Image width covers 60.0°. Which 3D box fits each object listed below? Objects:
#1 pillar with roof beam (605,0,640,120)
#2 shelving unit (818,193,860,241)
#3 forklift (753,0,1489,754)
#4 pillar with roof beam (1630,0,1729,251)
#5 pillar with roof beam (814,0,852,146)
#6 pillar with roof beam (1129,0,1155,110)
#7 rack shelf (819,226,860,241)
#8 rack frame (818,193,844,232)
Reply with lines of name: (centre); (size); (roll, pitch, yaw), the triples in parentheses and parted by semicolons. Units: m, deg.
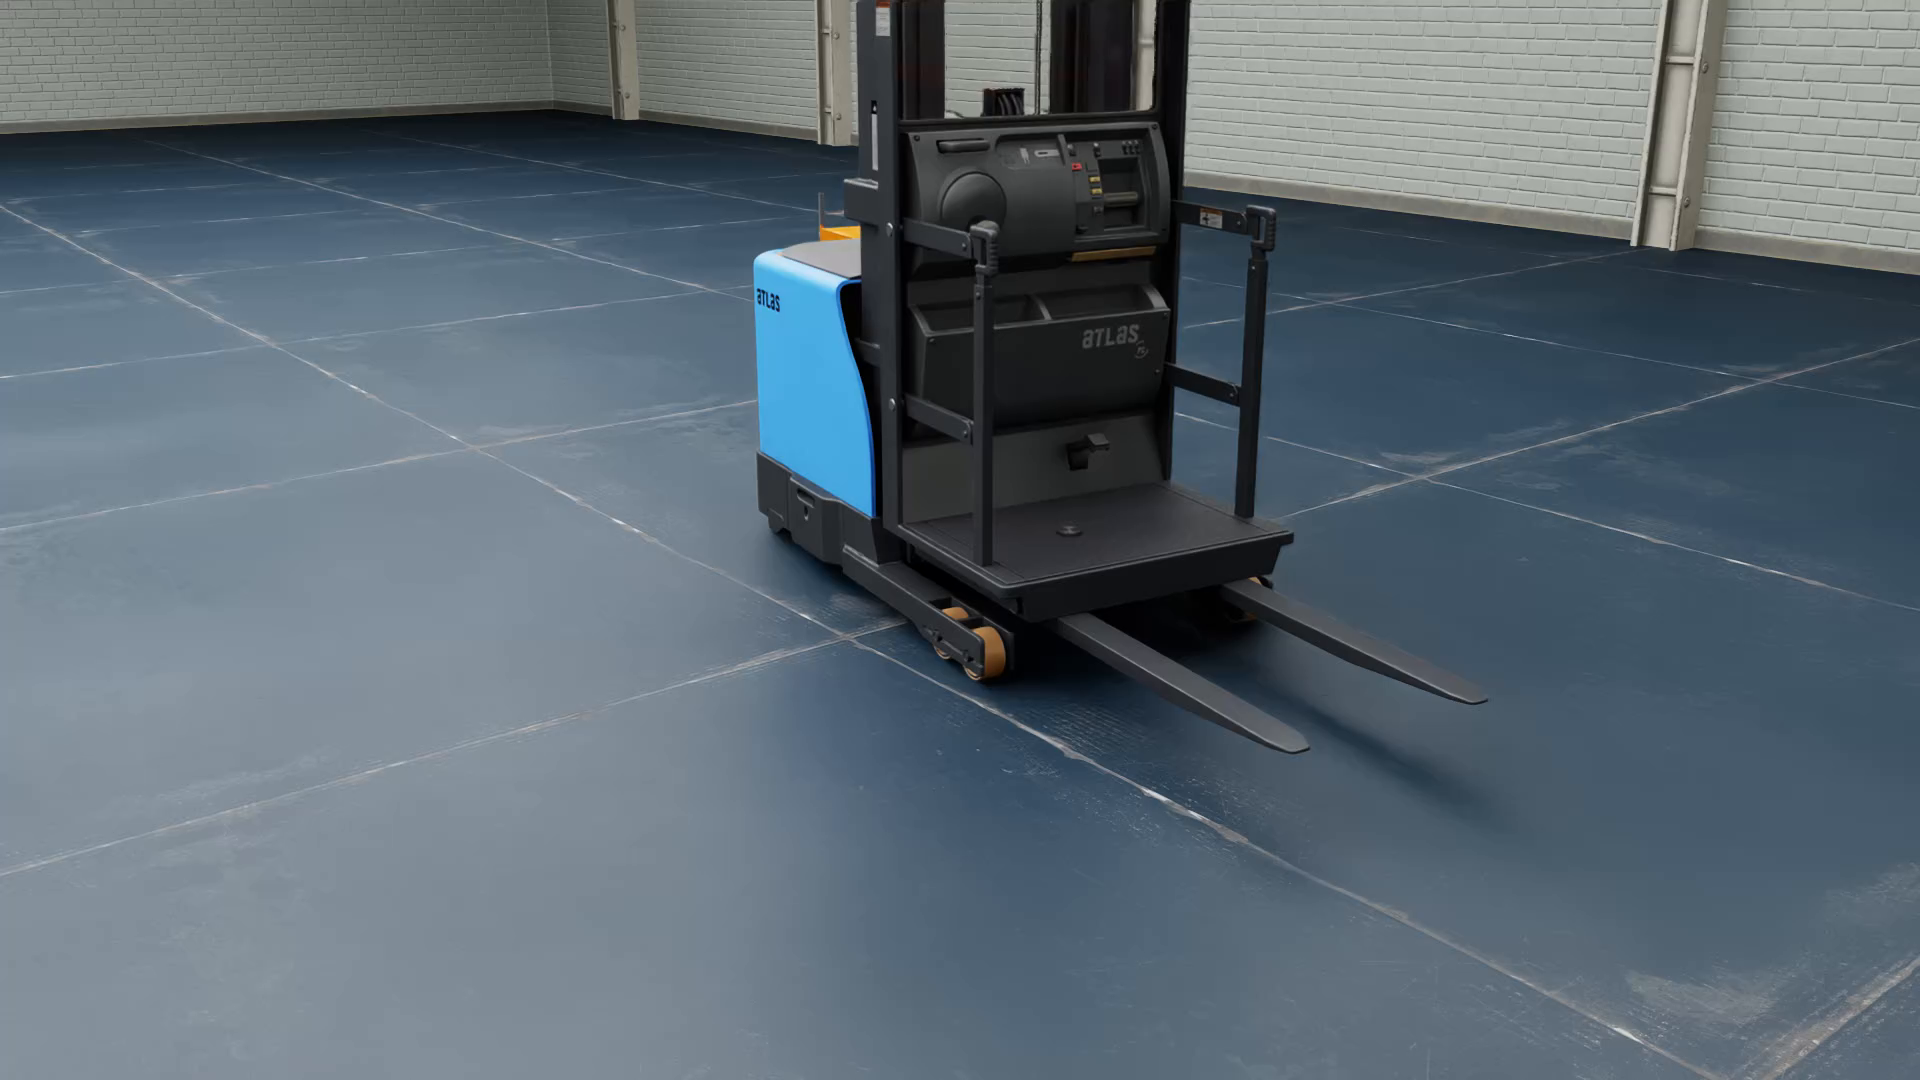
pillar with roof beam: (-8.792, -10.275, 23.079); (9.100, 9.000, 0.400); (-14, 23, -36)
shelving unit: (-0.359, -0.816, 6.918); (0.258, 1.200, 0.503); (-10, 21, -28)
forklift: (0.370, -1.125, 5.097); (1.130, 2.935, 3.031); (-10, 21, -28)
pillar with roof beam: (2.384, -5.840, 9.684); (9.100, 9.000, 0.400); (-14, 23, -36)
pillar with roof beam: (-5.067, -8.797, 18.614); (9.100, 9.000, 0.400); (-14, 23, -36)
pillar with roof beam: (-1.341, -7.319, 14.149); (9.100, 9.000, 0.400); (-14, 23, -36)
rack shelf: (-0.359, -1.189, 6.794); (0.258, 0.148, 0.480); (-10, 21, -28)
rack frame: (-0.478, -0.883, 7.120); (0.240, 1.200, 0.015); (-10, 21, -28)
